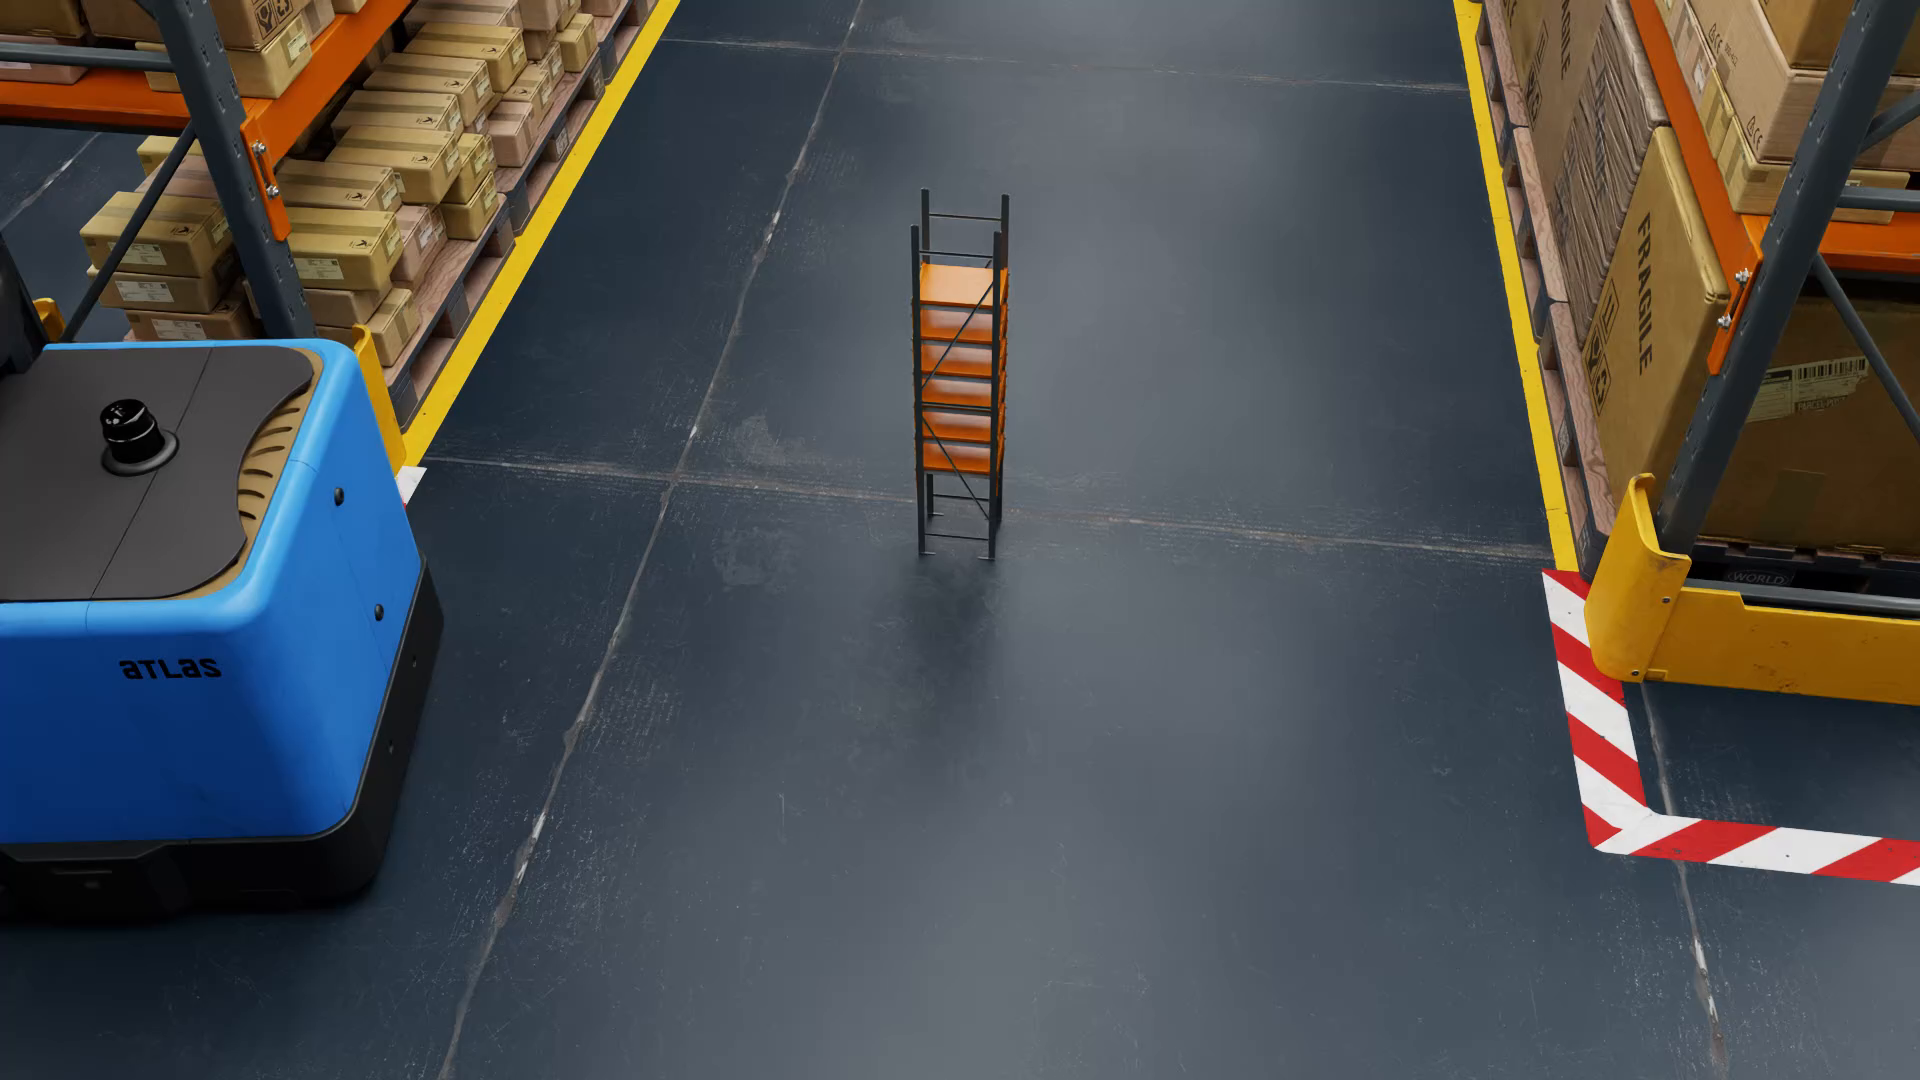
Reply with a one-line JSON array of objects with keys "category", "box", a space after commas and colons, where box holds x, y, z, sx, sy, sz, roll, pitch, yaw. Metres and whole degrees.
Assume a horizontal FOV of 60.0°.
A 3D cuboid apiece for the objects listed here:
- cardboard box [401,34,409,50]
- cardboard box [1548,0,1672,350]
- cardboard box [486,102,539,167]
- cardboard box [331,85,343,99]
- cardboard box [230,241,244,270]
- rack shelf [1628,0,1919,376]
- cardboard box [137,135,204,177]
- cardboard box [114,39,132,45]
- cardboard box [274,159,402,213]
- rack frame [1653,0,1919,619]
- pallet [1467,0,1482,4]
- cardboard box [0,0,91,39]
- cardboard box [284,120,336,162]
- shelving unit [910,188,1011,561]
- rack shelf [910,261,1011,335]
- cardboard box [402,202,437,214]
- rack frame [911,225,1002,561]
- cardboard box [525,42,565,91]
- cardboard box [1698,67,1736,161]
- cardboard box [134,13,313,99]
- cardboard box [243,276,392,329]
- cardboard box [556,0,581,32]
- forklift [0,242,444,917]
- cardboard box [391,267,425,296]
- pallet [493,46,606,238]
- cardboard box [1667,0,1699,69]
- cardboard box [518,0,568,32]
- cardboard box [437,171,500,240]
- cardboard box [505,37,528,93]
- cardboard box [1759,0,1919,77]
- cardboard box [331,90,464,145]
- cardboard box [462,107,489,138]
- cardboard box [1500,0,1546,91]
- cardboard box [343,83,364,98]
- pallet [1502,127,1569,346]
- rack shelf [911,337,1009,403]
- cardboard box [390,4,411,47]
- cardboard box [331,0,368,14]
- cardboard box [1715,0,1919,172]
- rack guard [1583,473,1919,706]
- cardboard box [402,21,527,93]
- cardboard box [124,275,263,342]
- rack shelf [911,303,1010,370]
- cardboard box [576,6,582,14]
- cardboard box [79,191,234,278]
[{"category": "cardboard box", "box": [-2.421, -2.135, 6.875, 0.380, 0.149, 0.250, 5, 44, 5]}, {"category": "cardboard box", "box": [2.579, -1.212, 5.588, 0.875, 0.875, 0.875, 5, 44, 6]}, {"category": "cardboard box", "box": [-1.882, -1.597, 6.523, 0.380, 0.149, 0.250, 3, 44, 3]}, {"category": "cardboard box", "box": [-2.555, -1.717, 6.217, 0.380, 0.149, 0.250, 7, 44, 7]}, {"category": "cardboard box", "box": [-2.574, -1.071, 5.751, 0.380, 0.149, 0.250, 4, 44, 5]}, {"category": "rack shelf", "box": [2.718, -1.869, 5.566, 1.077, 0.370, 4.000, 5, 44, 6]}, {"category": "cardboard box", "box": [-2.632, -1.358, 5.838, 0.380, 0.149, 0.250, 4, 44, 5]}, {"category": "cardboard box", "box": [-2.616, -1.610, 4.951, 0.380, 0.149, 0.250, 5, 44, 5]}, {"category": "cardboard box", "box": [-2.126, -1.145, 5.613, 0.380, 0.149, 0.250, 6, 44, 6]}, {"category": "rack frame", "box": [2.454, -0.767, 3.879, 1.000, 3.000, 0.127, 5, 44, 6]}, {"category": "pallet", "box": [3.010, -3.014, 8.279, 1.003, 0.211, 1.213, 5, 44, 6]}, {"category": "cardboard box", "box": [-2.645, -1.761, 4.639, 0.500, 0.500, 0.500, 6, 44, 6]}, {"category": "cardboard box", "box": [-2.458, -1.426, 6.126, 0.380, 0.149, 0.250, 5, 44, 5]}, {"category": "shelving unit", "box": [0.002, -0.446, 4.848, 0.258, 1.200, 0.189, 5, 44, 6]}, {"category": "rack shelf", "box": [0.002, -0.675, 4.631, 0.258, 0.103, 0.180, 5, 44, 6]}, {"category": "cardboard box", "box": [-2.089, -1.202, 5.890, 0.380, 0.149, 0.250, 6, 44, 6]}, {"category": "rack frame", "box": [-0.010, -0.383, 4.782, 0.240, 1.200, 0.006, 5, 44, 6]}, {"category": "cardboard box", "box": [-1.872, -1.955, 6.901, 0.380, 0.149, 0.250, 6, 44, 6]}, {"category": "cardboard box", "box": [2.207, -1.126, 4.440, 0.380, 0.149, 0.250, 6, 44, 6]}, {"category": "cardboard box", "box": [-2.082, -1.387, 4.716, 0.380, 0.149, 0.250, 5, 44, 5]}, {"category": "cardboard box", "box": [-2.126, -0.846, 5.514, 0.380, 0.149, 0.250, 7, 44, 7]}, {"category": "cardboard box", "box": [-1.833, -2.288, 7.036, 0.380, 0.149, 0.250, 6, 44, 7]}, {"category": "forklift", "box": [-3.016, -0.440, 3.582, 3.031, 2.935, 1.130, -1, 43, -1]}, {"category": "cardboard box", "box": [-2.109, -0.918, 5.806, 0.380, 0.149, 0.250, 5, 44, 5]}, {"category": "pallet", "box": [-2.133, -1.706, 6.898, 1.003, 0.211, 1.213, 5, 44, 6]}, {"category": "cardboard box", "box": [2.276, -1.468, 4.801, 0.380, 0.149, 0.250, 6, 44, 6]}, {"category": "cardboard box", "box": [-1.809, -2.185, 6.711, 0.380, 0.149, 0.250, 4, 44, 4]}, {"category": "cardboard box", "box": [-1.941, -1.252, 6.159, 0.380, 0.149, 0.250, 6, 44, 6]}, {"category": "cardboard box", "box": [-1.966, -1.929, 6.657, 0.380, 0.149, 0.250, 7, 44, 7]}, {"category": "cardboard box", "box": [2.258, -1.449, 3.946, 0.500, 0.500, 0.500, 6, 44, 6]}, {"category": "cardboard box", "box": [-2.015, -1.482, 5.969, 0.380, 0.149, 0.250, 3, 44, 3]}, {"category": "cardboard box", "box": [-2.006, -1.557, 6.264, 0.380, 0.149, 0.250, 3, 44, 3]}, {"category": "cardboard box", "box": [2.816, -2.432, 6.877, 0.875, 0.875, 0.875, 5, 44, 6]}, {"category": "cardboard box", "box": [-2.487, -1.779, 6.499, 0.380, 0.149, 0.250, 7, 44, 8]}, {"category": "pallet", "box": [2.646, -1.136, 6.296, 1.003, 0.211, 1.213, 5, 44, 6]}, {"category": "rack shelf", "box": [0.002, -0.500, 4.796, 0.258, 0.103, 0.180, 5, 44, 6]}, {"category": "cardboard box", "box": [-2.403, -2.068, 6.587, 0.380, 0.149, 0.250, 5, 44, 6]}, {"category": "cardboard box", "box": [-2.000, -1.742, 5.091, 0.380, 0.149, 0.250, 4, 44, 4]}, {"category": "cardboard box", "box": [2.255, -1.175, 4.202, 0.500, 0.250, 0.500, 5, 44, 5]}, {"category": "rack guard", "box": [2.451, 0.157, 4.721, 1.175, 0.500, 0.348, 5, 44, 6]}, {"category": "cardboard box", "box": [-1.889, -1.845, 6.353, 0.380, 0.149, 0.250, 6, 44, 6]}, {"category": "cardboard box", "box": [-2.586, -0.782, 5.662, 0.380, 0.149, 0.250, 6, 44, 6]}, {"category": "rack shelf", "box": [0.002, -0.588, 4.713, 0.258, 0.103, 0.180, 5, 44, 6]}, {"category": "cardboard box", "box": [-1.878, -2.308, 7.274, 0.380, 0.149, 0.250, 4, 44, 4]}, {"category": "cardboard box", "box": [-2.630, -1.004, 5.464, 0.380, 0.149, 0.250, 6, 44, 6]}]
